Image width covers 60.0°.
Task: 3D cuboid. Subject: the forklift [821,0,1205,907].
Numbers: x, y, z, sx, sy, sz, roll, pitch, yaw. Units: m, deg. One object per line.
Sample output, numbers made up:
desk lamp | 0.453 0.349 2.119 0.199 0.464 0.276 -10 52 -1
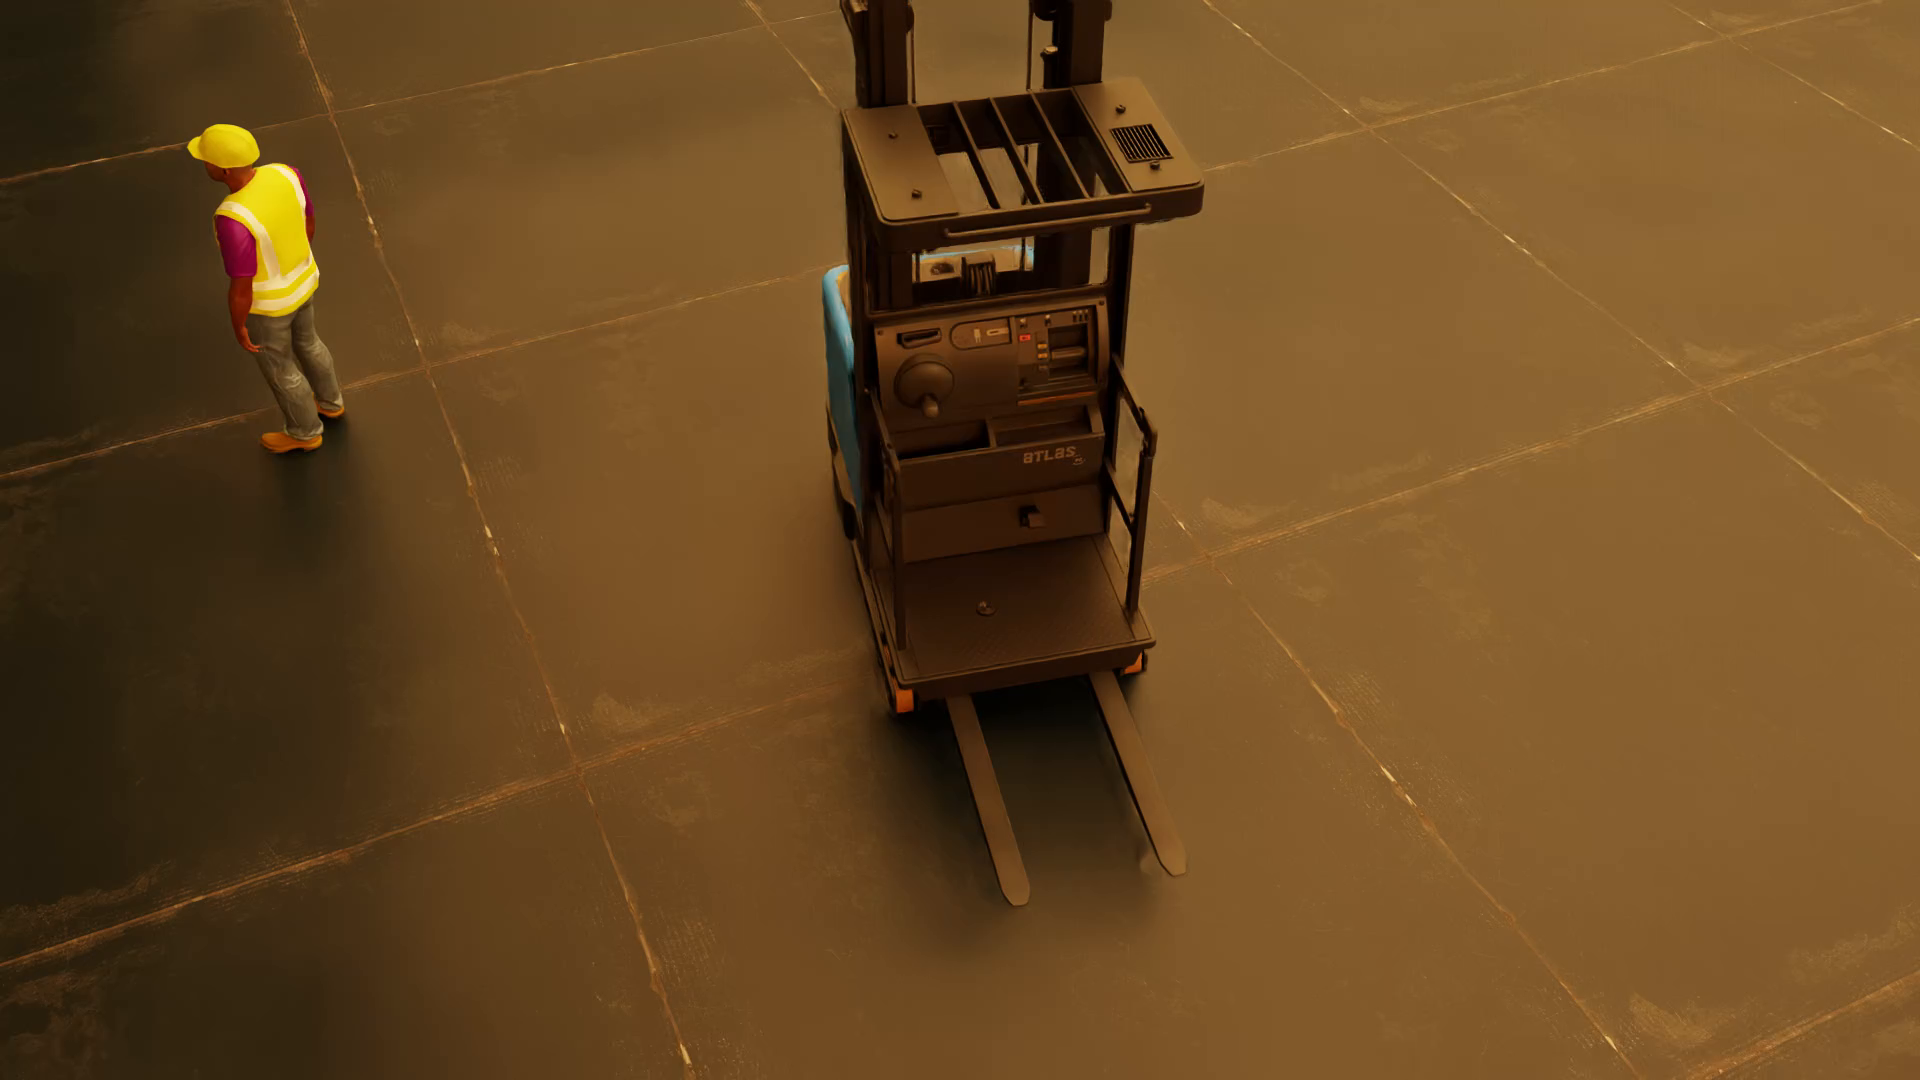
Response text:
forklift | 0.179 -0.627 6.352 1.130 2.935 3.031 -9 44 -9

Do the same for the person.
person | -3.255 -1.175 7.797 0.517 1.775 0.662 11 44 11
